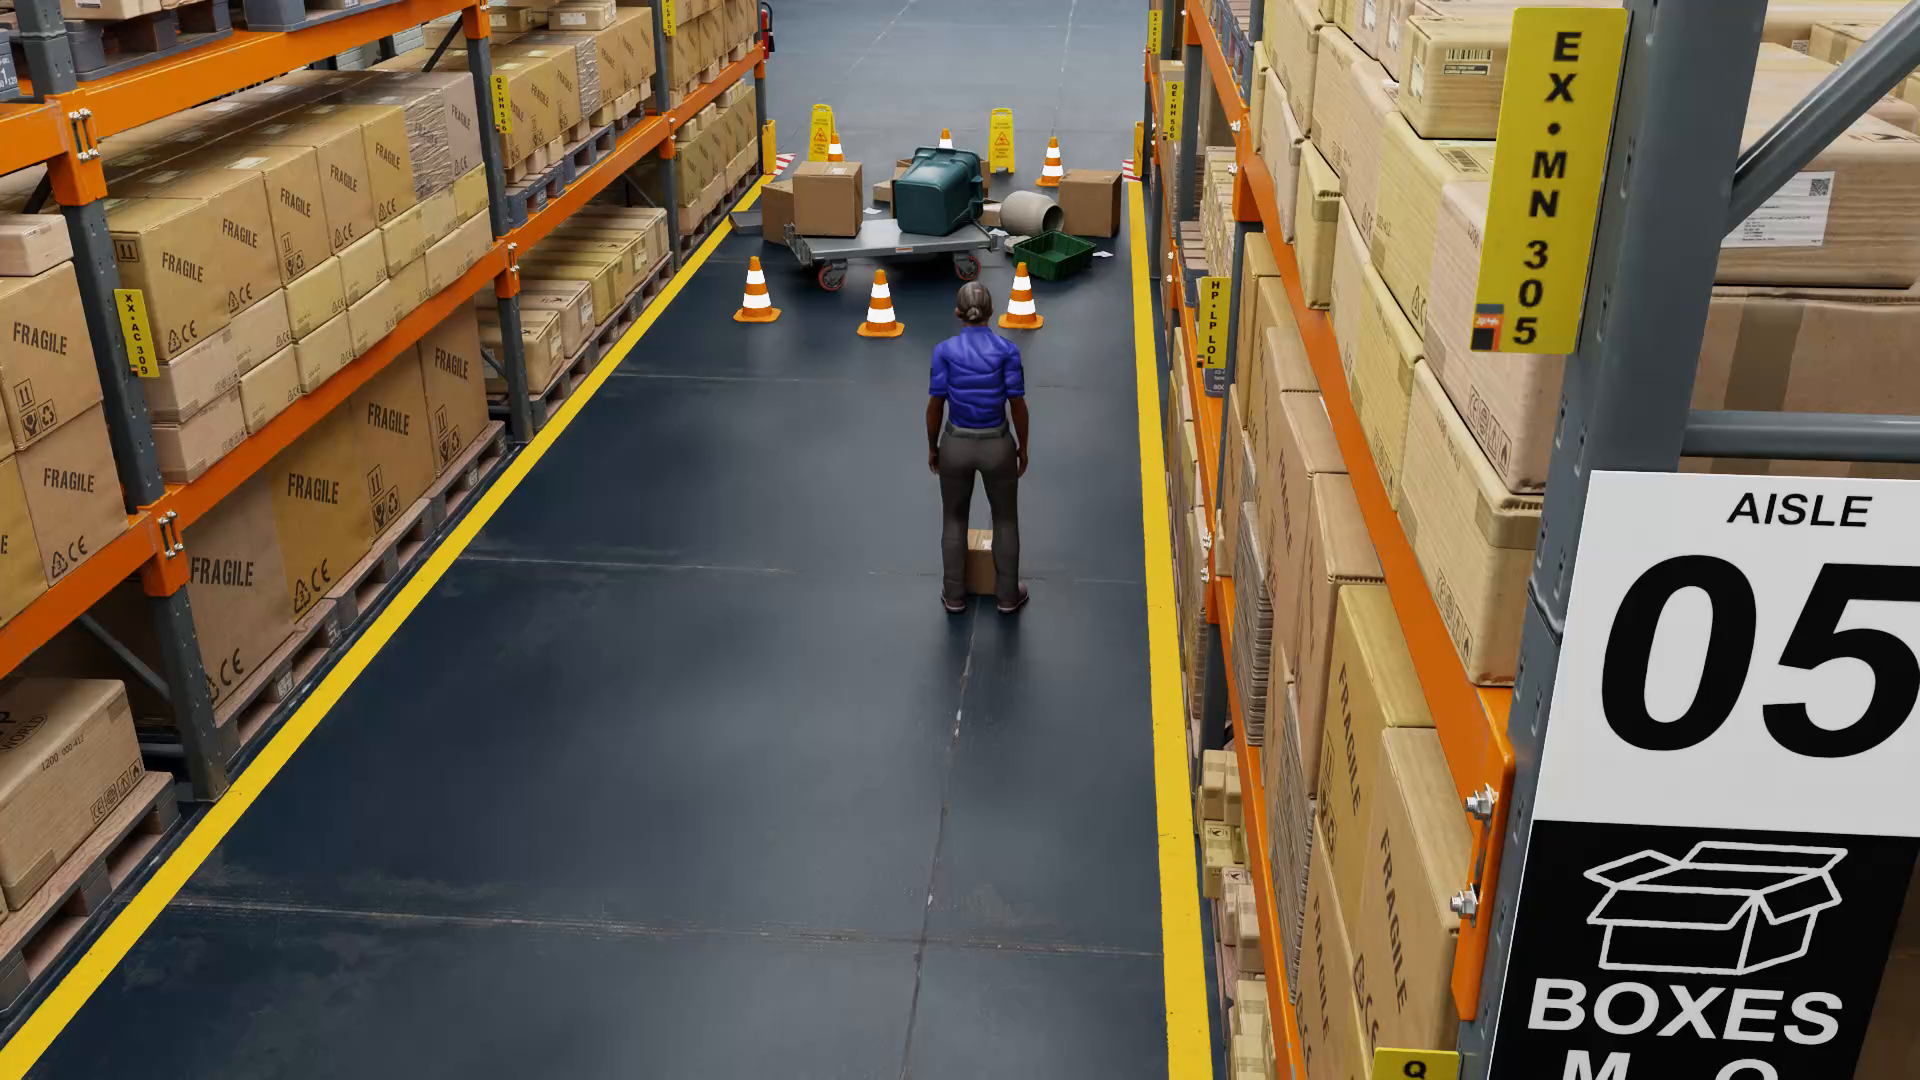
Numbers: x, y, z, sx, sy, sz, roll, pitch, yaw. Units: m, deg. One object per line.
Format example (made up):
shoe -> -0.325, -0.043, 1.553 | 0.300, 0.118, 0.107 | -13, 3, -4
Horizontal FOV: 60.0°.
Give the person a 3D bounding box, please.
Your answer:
person -> 0.091, -0.427, 8.042 | 0.506, 1.654, 0.346 | 1, 25, 2
